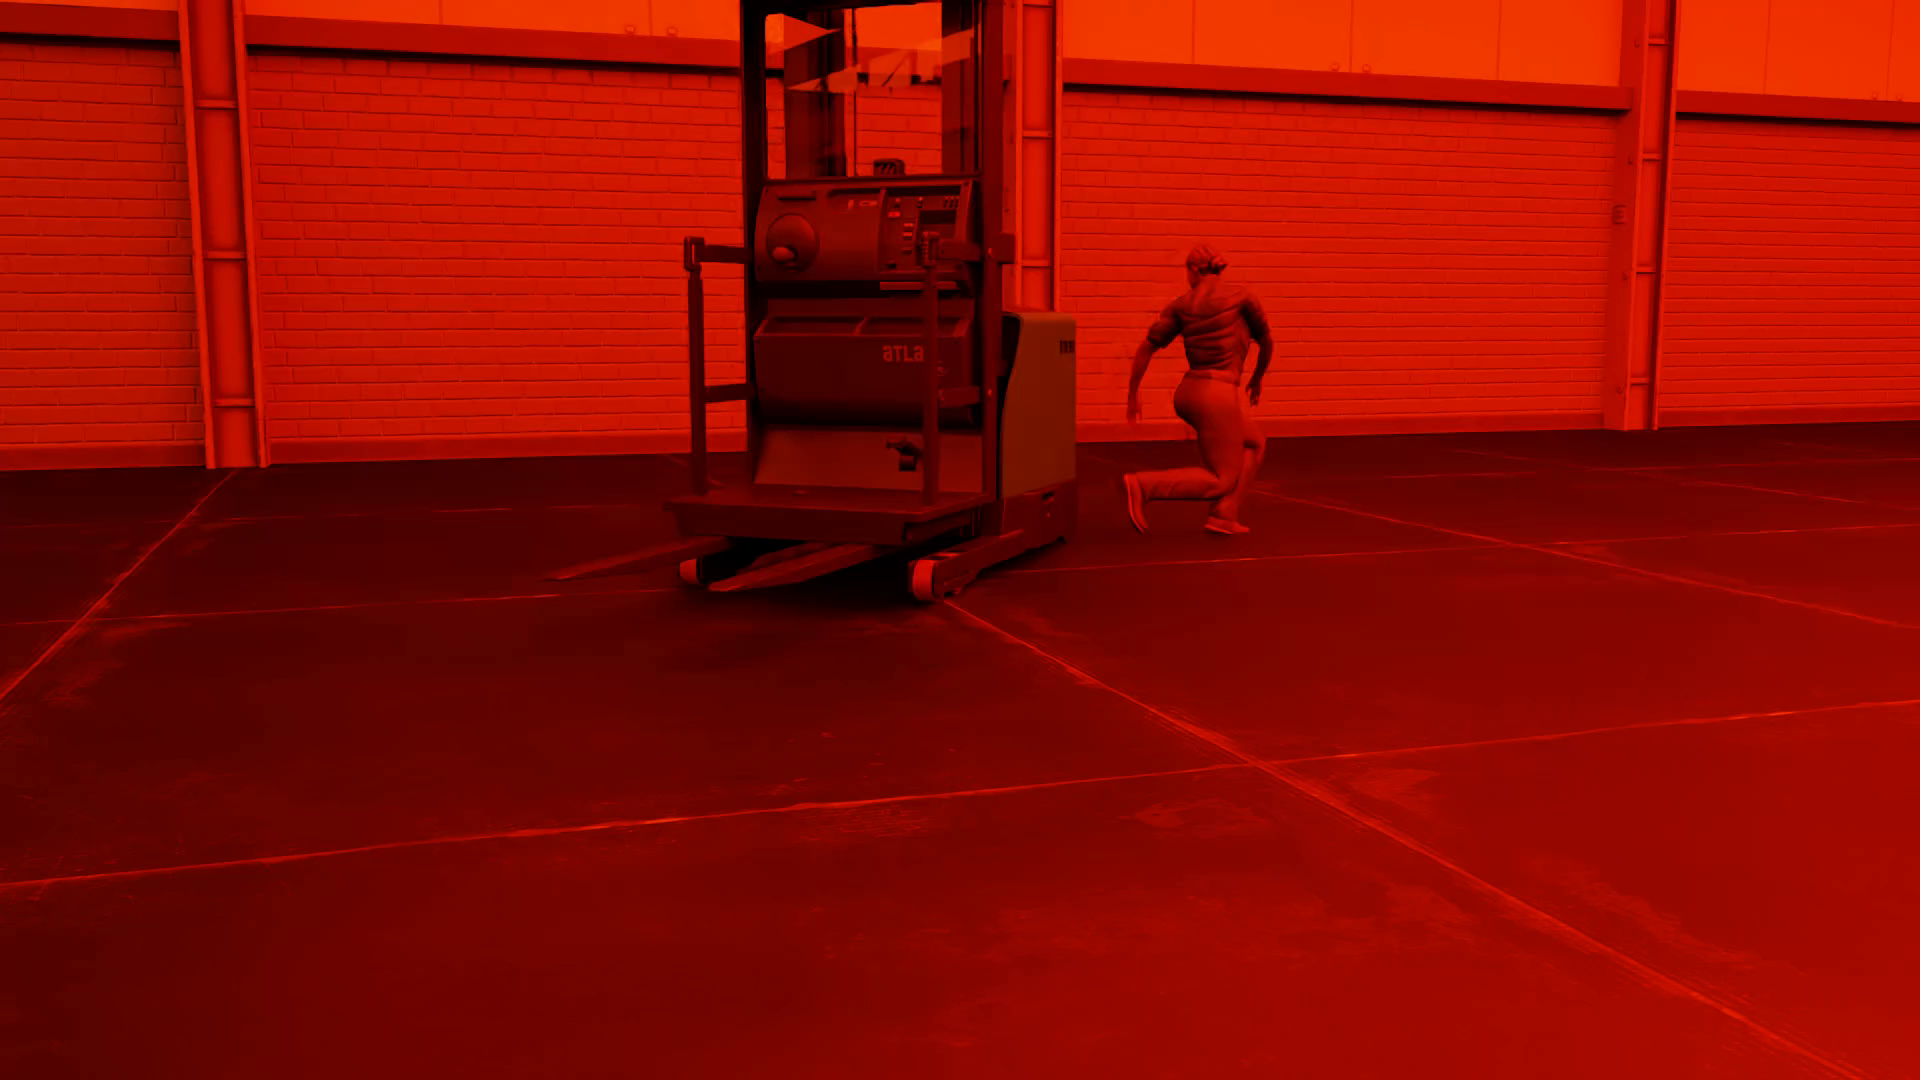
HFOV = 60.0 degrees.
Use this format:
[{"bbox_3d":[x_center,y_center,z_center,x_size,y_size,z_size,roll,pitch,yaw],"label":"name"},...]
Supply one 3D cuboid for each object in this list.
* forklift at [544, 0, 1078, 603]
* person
[{"bbox_3d":[-0.469,-1.281,6.467,1.130,2.935,3.031,3,8,22],"label":"forklift"},{"bbox_3d":[1.147,-0.714,8.068,0.848,1.434,0.582,-4,9,-28],"label":"person"}]
